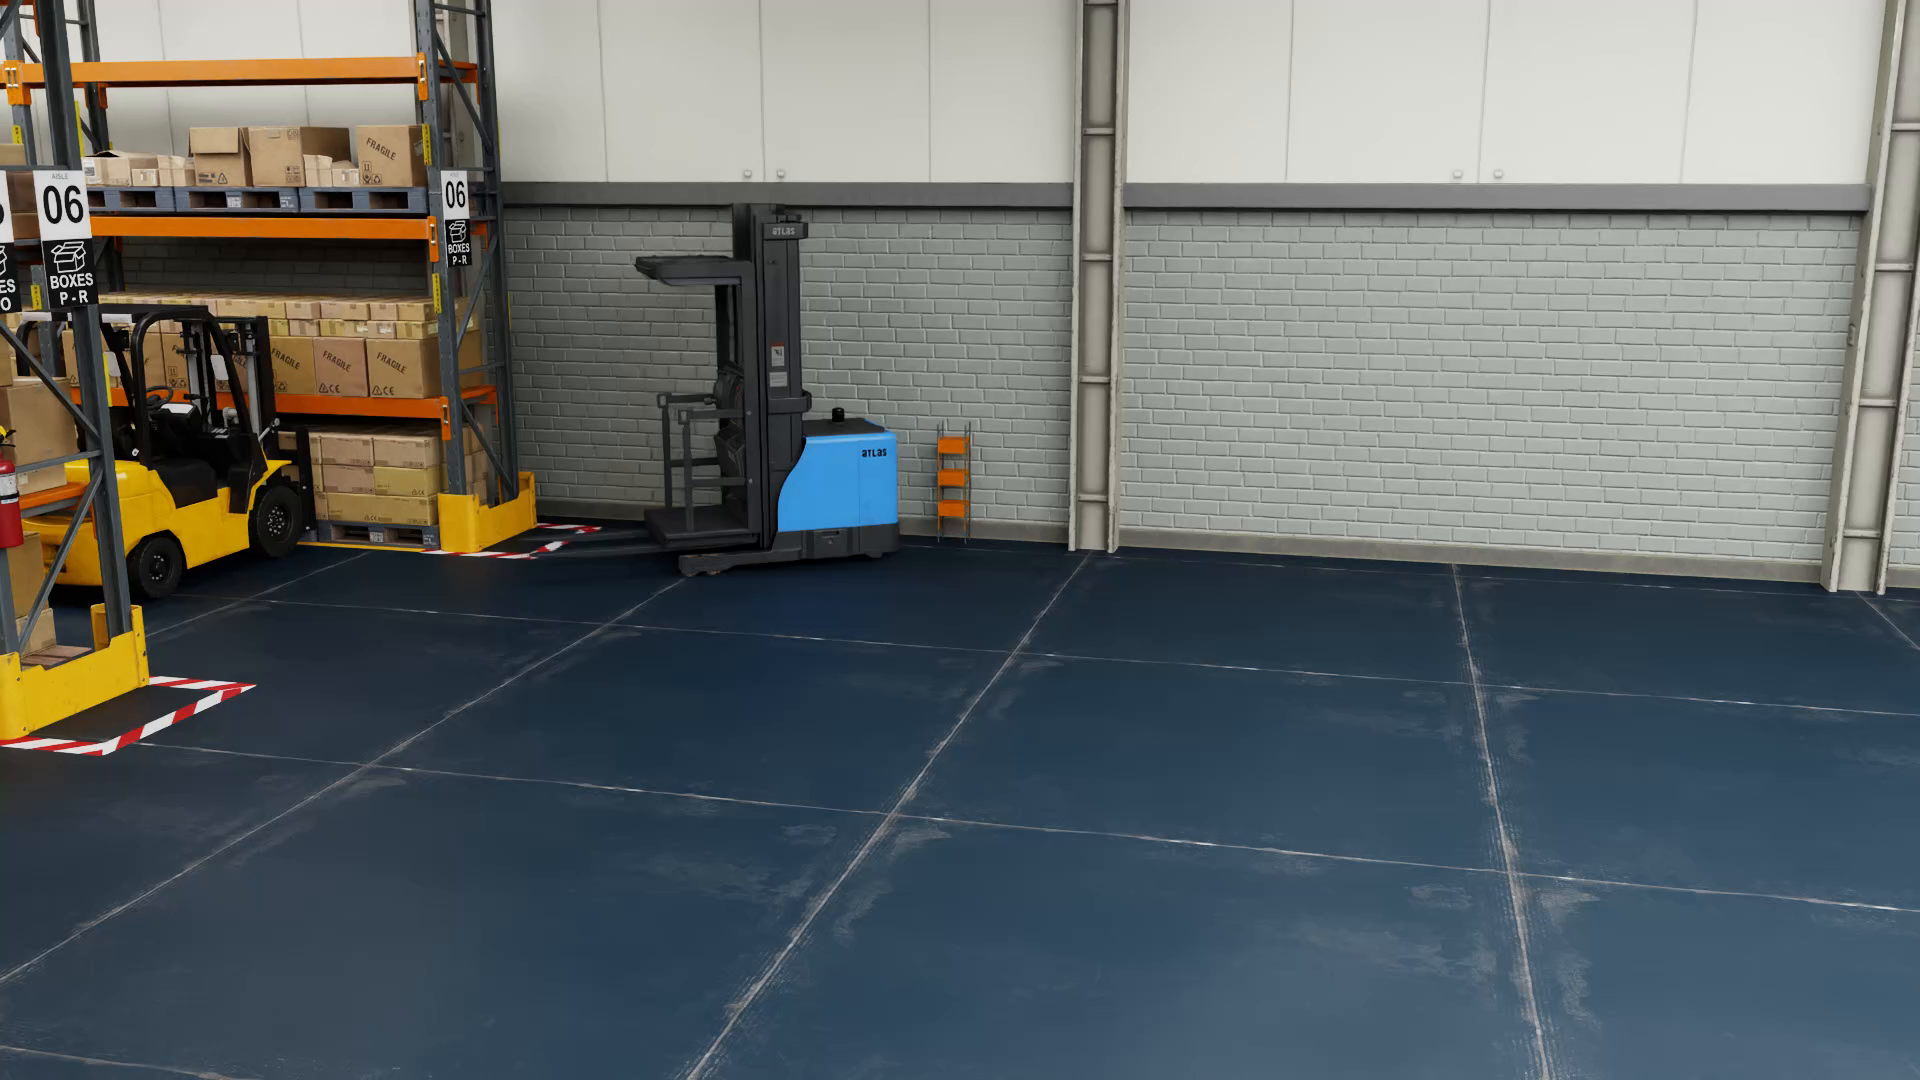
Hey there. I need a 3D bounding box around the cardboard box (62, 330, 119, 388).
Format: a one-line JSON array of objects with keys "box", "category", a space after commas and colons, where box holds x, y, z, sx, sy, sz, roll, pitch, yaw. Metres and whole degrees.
[{"box": [-7.720, -1.662, 15.068, 0.500, 0.500, 0.500, 3, 13, 12], "category": "cardboard box"}]

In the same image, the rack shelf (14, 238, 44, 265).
[{"box": [-7.333, -1.656, 10.010, 4.000, 0.370, 1.077, 3, 13, 14], "category": "rack shelf"}]

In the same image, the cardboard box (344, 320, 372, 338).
[{"box": [-5.101, -1.841, 14.379, 0.250, 0.149, 0.380, 3, 13, 15], "category": "cardboard box"}]

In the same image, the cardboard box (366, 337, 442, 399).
[{"box": [-4.746, -1.503, 14.350, 0.500, 0.500, 0.500, 3, 13, 12], "category": "cardboard box"}]

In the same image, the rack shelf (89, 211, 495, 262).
[{"box": [-6.147, -2.700, 14.715, 4.000, 0.370, 1.077, 3, 13, 14], "category": "rack shelf"}]

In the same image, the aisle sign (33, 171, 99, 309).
[{"box": [-5.256, -1.771, 9.787, 0.004, 0.787, 0.394, 3, 13, 14], "category": "aisle sign"}]

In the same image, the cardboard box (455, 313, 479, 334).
[{"box": [-4.472, -1.921, 14.739, 0.250, 0.149, 0.380, 3, 13, 12], "category": "cardboard box"}]

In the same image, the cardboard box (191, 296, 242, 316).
[{"box": [-6.581, -2.073, 14.735, 0.250, 0.149, 0.380, 3, 13, 13], "category": "cardboard box"}]

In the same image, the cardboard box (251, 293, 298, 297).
[{"box": [-6.232, -2.156, 15.110, 0.250, 0.149, 0.380, 3, 13, 15], "category": "cardboard box"}]

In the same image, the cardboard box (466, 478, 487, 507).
[{"box": [-4.635, -0.413, 15.047, 0.500, 0.250, 0.500, 3, 13, 14], "category": "cardboard box"}]

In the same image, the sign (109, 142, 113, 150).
[{"box": [-7.957, -3.563, 15.567, 0.005, 0.325, 0.100, 3, 13, 14], "category": "sign"}]

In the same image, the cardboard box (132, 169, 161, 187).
[{"box": [-6.980, -3.160, 14.504, 0.250, 0.149, 0.380, 3, 13, 15], "category": "cardboard box"}]

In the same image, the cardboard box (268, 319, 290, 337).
[{"box": [-5.860, -1.869, 14.506, 0.250, 0.149, 0.380, 3, 13, 14], "category": "cardboard box"}]

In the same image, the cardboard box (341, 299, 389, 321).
[{"box": [-5.111, -1.983, 14.329, 0.250, 0.149, 0.380, 3, 13, 15], "category": "cardboard box"}]

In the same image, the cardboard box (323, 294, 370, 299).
[{"box": [-5.484, -2.112, 14.914, 0.250, 0.149, 0.380, 3, 13, 15], "category": "cardboard box"}]

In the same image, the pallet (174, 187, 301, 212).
[{"box": [-6.074, -3.010, 14.653, 1.213, 0.211, 1.003, 3, 13, 14], "category": "pallet"}]

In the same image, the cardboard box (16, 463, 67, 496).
[{"box": [-5.671, -0.378, 10.092, 0.250, 0.149, 0.380, 3, 13, 14], "category": "cardboard box"}]

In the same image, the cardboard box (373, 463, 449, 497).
[{"box": [-4.753, -0.550, 14.510, 0.500, 0.250, 0.500, 3, 13, 13], "category": "cardboard box"}]

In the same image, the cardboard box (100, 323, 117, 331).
[{"box": [-7.590, -1.971, 14.966, 0.250, 0.149, 0.380, 3, 13, 15], "category": "cardboard box"}]

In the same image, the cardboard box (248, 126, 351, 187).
[{"box": [-5.664, -3.296, 14.309, 0.500, 0.500, 0.700, 3, 13, 14], "category": "cardboard box"}]

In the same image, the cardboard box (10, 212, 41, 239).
[{"box": [-5.635, -1.867, 9.877, 0.250, 0.149, 0.380, 3, 13, 14], "category": "cardboard box"}]

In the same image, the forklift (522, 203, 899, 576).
[{"box": [-2.085, -1.266, 13.671, 3.031, 2.935, 1.130, -4, 13, -19], "category": "forklift"}]

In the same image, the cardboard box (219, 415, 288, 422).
[{"box": [-6.581, -1.005, 15.407, 0.500, 0.250, 0.500, 3, 13, 14], "category": "cardboard box"}]

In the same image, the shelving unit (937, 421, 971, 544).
[{"box": [-0.051, -0.509, 14.600, 0.252, 1.050, 0.215, 3, 13, 13], "category": "shelving unit"}]

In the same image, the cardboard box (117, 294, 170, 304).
[{"box": [-7.325, -2.117, 14.934, 0.250, 0.149, 0.380, 3, 13, 12], "category": "cardboard box"}]

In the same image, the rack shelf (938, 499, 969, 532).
[{"box": [-0.051, -0.228, 14.664, 0.240, 0.259, 0.215, 3, 13, 13], "category": "rack shelf"}]

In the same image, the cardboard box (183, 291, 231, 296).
[{"box": [-6.955, -2.216, 15.382, 0.250, 0.149, 0.380, 3, 13, 12], "category": "cardboard box"}]

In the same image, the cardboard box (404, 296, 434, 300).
[{"box": [-4.723, -2.083, 14.784, 0.250, 0.149, 0.380, 4, 13, 15], "category": "cardboard box"}]

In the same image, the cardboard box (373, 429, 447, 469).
[{"box": [-4.727, -0.793, 14.451, 0.500, 0.250, 0.500, 4, 13, 15], "category": "cardboard box"}]

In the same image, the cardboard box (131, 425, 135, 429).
[{"box": [-7.200, -0.922, 15.034, 0.500, 0.250, 0.500, 3, 13, 14], "category": "cardboard box"}]

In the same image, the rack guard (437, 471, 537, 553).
[{"box": [-4.182, -0.262, 14.760, 0.348, 0.500, 1.175, 3, 13, 14], "category": "rack guard"}]

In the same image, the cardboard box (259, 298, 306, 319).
[{"box": [-5.867, -2.014, 14.469, 0.250, 0.149, 0.380, 3, 13, 15], "category": "cardboard box"}]

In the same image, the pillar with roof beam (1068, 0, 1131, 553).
[{"box": [0.129, -3.421, 9.378, 0.400, 9.000, 9.100, 3, 13, 14], "category": "pillar with roof beam"}]

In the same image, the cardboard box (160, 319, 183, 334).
[{"box": [-6.855, -1.922, 14.741, 0.250, 0.149, 0.380, 3, 13, 13], "category": "cardboard box"}]

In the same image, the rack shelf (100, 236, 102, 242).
[{"box": [-10.030, -2.908, 15.651, 4.000, 0.370, 1.077, 3, 13, 14], "category": "rack shelf"}]

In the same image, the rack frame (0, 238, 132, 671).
[{"box": [-5.391, -0.439, 9.789, 0.127, 3.000, 1.000, 3, 13, 14], "category": "rack frame"}]

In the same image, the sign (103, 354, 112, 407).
[{"box": [-5.261, -0.976, 10.210, 0.005, 0.325, 0.100, 3, 13, 14], "category": "sign"}]

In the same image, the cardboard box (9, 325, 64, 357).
[{"box": [-8.627, -1.834, 15.265, 0.500, 0.250, 0.500, 3, 13, 12], "category": "cardboard box"}]

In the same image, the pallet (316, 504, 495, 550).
[{"box": [-4.958, -0.153, 14.936, 1.213, 0.211, 1.003, 3, 13, 14], "category": "pallet"}]

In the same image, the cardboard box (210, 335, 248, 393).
[{"box": [-6.236, -1.582, 14.707, 0.500, 0.500, 0.500, 3, 13, 14], "category": "cardboard box"}]

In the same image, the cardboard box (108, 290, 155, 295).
[{"box": [-7.706, -2.249, 15.529, 0.250, 0.149, 0.380, 3, 13, 14], "category": "cardboard box"}]

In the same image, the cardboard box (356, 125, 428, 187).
[{"box": [-4.693, -3.222, 13.975, 0.500, 0.500, 0.500, 3, 13, 15], "category": "cardboard box"}]

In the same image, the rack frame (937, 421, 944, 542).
[{"box": [-0.170, -0.515, 14.627, 0.008, 1.050, 0.200, 3, 13, 13], "category": "rack frame"}]

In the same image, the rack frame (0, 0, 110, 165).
[{"box": [-8.089, -4.620, 14.780, 0.127, 3.000, 1.000, 3, 13, 14], "category": "rack frame"}]

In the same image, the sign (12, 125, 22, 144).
[{"box": [-8.209, -3.447, 14.499, 0.005, 0.325, 0.100, 3, 13, 14], "category": "sign"}]

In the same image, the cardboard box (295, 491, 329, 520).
[{"box": [-5.701, -0.360, 14.808, 0.500, 0.250, 0.500, 3, 13, 14], "category": "cardboard box"}]

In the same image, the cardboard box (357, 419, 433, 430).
[{"box": [-5.112, -0.924, 15.044, 0.500, 0.250, 0.500, 3, 13, 14], "category": "cardboard box"}]
